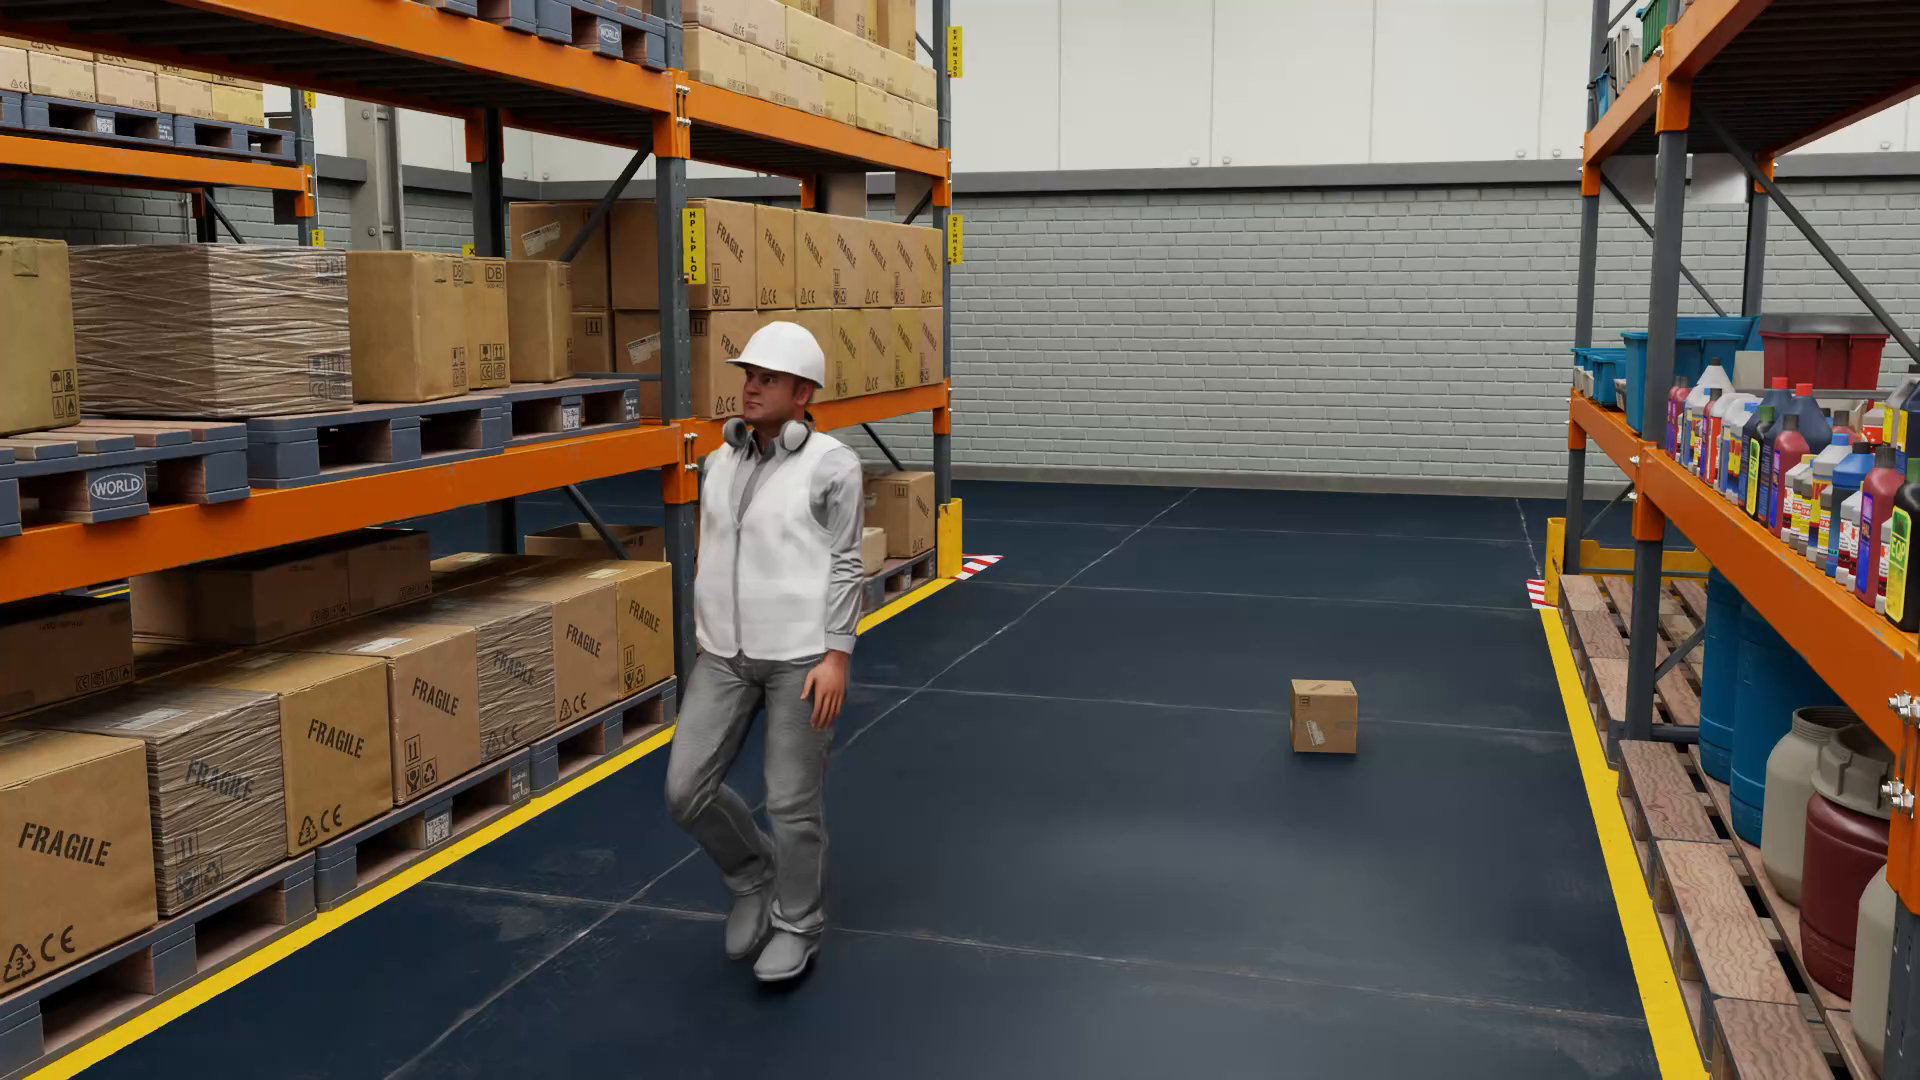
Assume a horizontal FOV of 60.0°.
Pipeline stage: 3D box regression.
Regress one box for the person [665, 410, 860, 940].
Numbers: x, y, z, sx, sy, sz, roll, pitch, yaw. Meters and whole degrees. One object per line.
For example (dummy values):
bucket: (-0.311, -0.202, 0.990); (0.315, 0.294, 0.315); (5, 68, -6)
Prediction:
person: (-0.522, 0.392, 4.485); (0.453, 1.472, 0.456); (4, 9, 25)
